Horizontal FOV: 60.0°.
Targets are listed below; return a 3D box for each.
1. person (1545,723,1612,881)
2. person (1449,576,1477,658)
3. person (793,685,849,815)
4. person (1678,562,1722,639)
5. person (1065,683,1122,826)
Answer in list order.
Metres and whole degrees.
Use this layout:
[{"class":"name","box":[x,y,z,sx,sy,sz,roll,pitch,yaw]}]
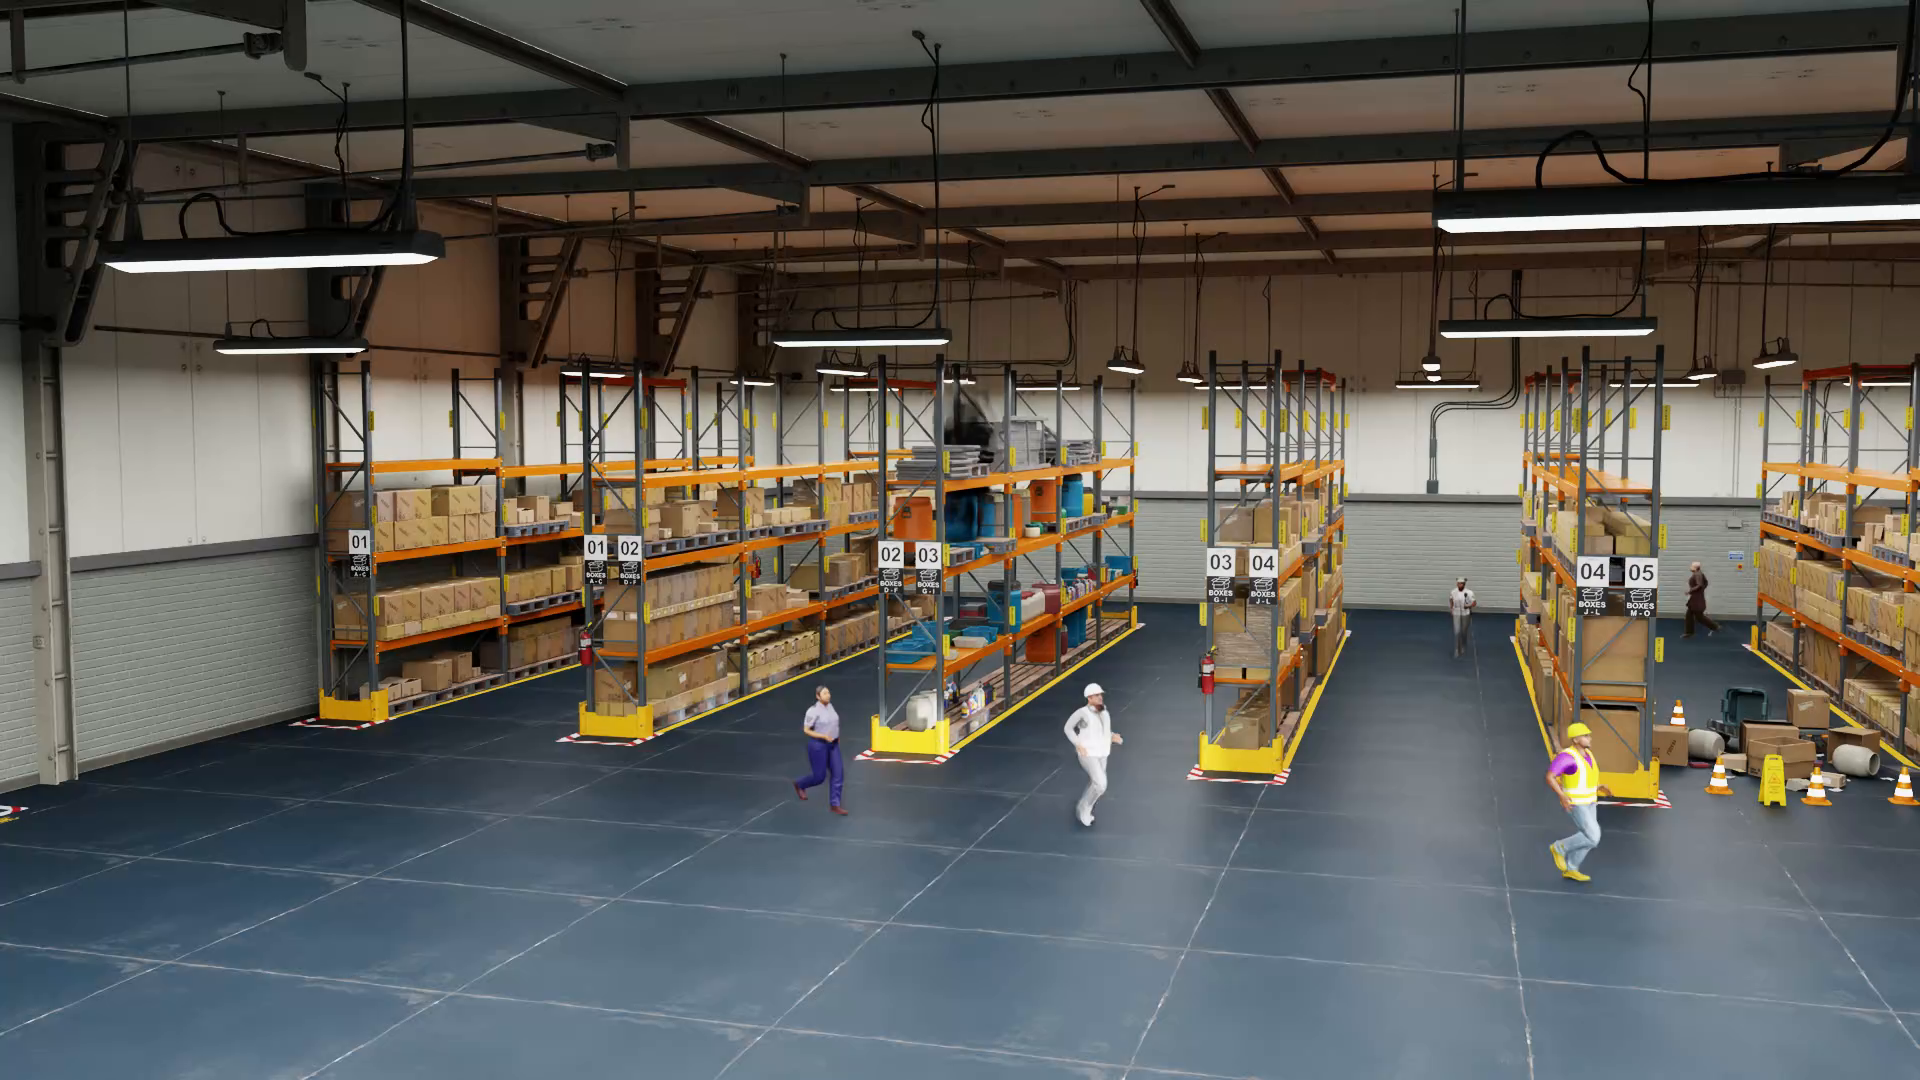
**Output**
[{"class":"person","box":[6.754,2.850,18.070,0.698,1.720,0.576,-4,5,-42]},{"class":"person","box":[10.701,1.636,35.404,0.567,1.757,0.768,2,4,20]},{"class":"person","box":[-1.763,2.673,21.298,0.849,1.640,0.607,3,5,39]},{"class":"person","box":[16.913,1.403,37.953,0.930,1.803,0.716,2,4,22]},{"class":"person","box":[1.676,2.657,20.571,0.634,1.756,0.682,-4,6,-43]}]
